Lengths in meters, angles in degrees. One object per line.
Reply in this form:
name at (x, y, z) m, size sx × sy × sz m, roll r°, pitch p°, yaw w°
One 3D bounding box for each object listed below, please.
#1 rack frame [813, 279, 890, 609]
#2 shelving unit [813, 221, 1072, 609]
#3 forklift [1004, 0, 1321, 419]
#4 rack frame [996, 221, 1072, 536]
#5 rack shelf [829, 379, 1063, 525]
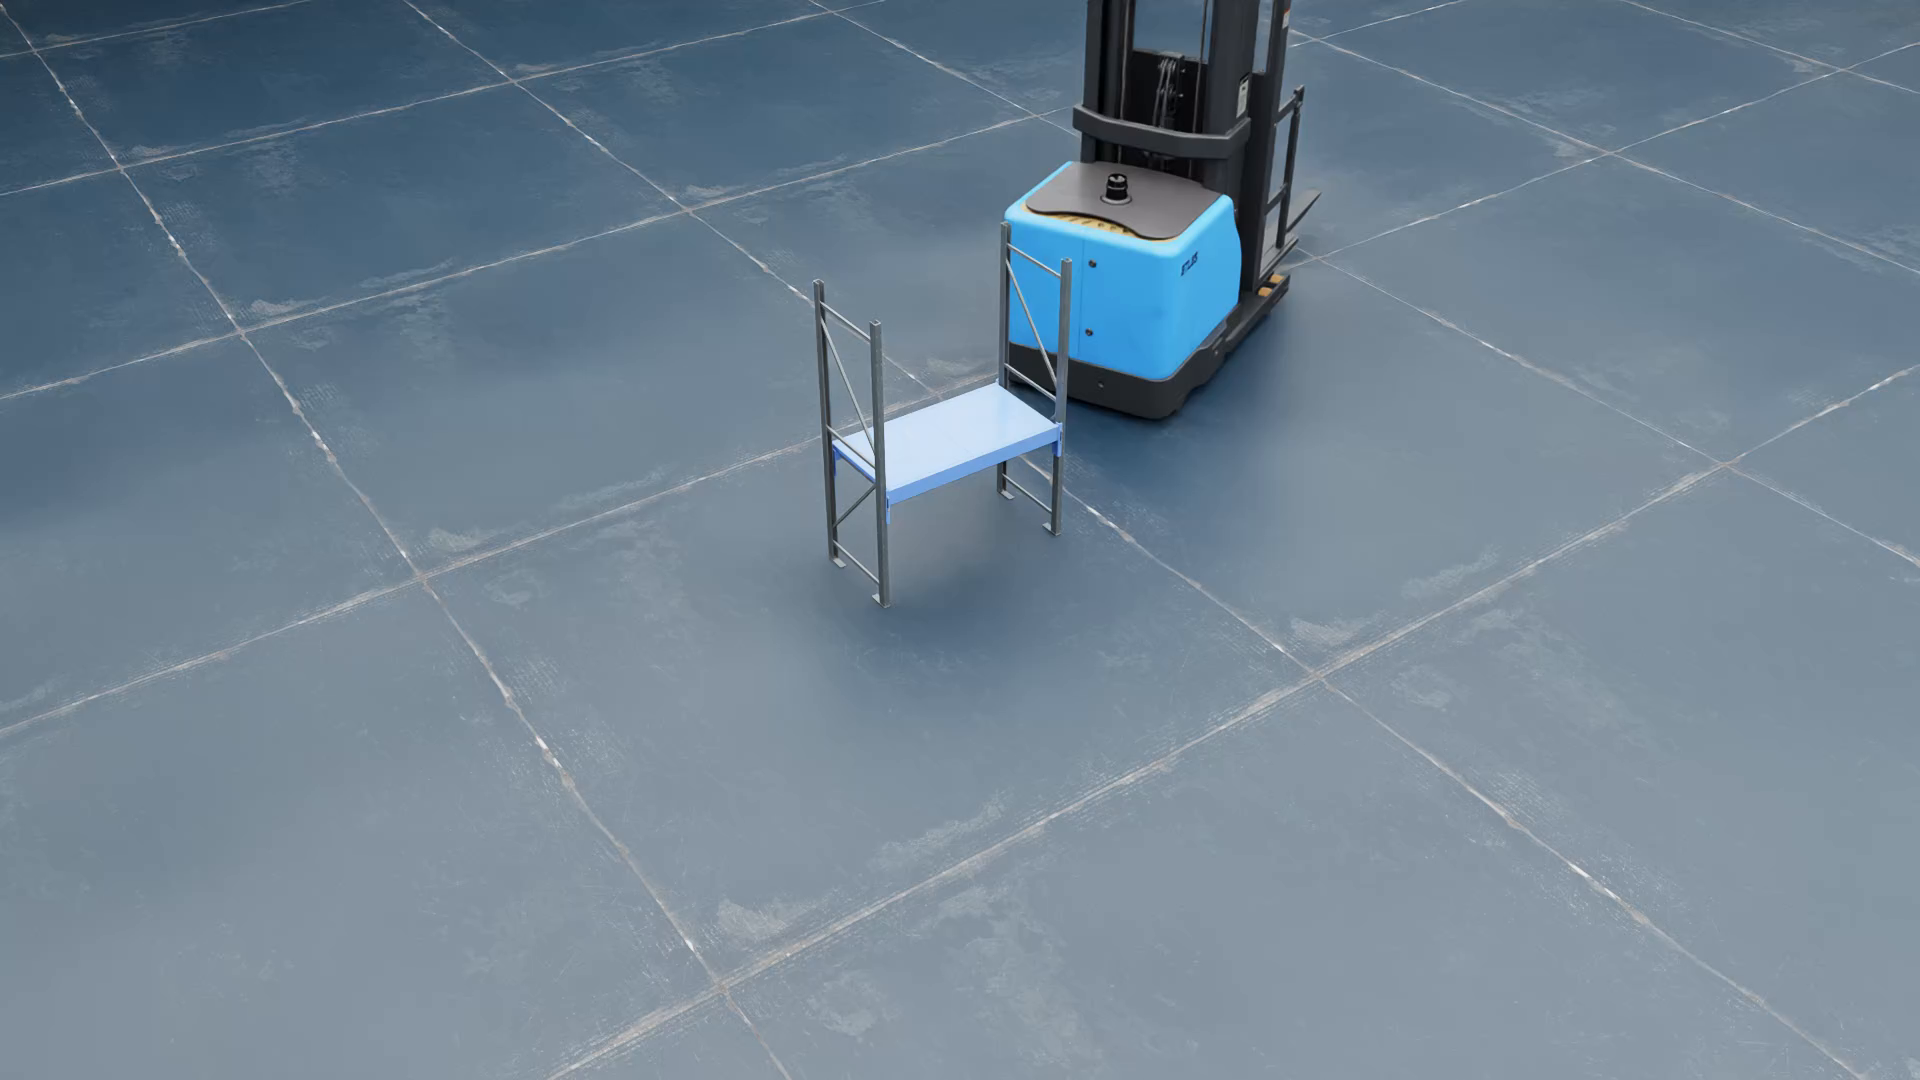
rack frame at (-0.485, -0.409, 7.534) m, size 0.032 × 1.500 × 0.500 m, roll -22°, pitch 41°, yaw -28°
shelving unit at (-0.070, -0.580, 7.772) m, size 1.048 × 1.500 × 0.538 m, roll -22°, pitch 41°, yaw -28°
forklift at (1.385, -2.687, 9.476) m, size 1.130 × 2.935 × 3.031 m, roll 18°, pitch 40°, yaw 24°
rack frame at (0.346, -0.751, 8.010) m, size 0.032 × 1.500 × 0.500 m, roll -22°, pitch 41°, yaw -28°
rack shelf at (-0.070, -0.434, 7.877) m, size 1.000 × 0.185 × 0.538 m, roll -22°, pitch 41°, yaw -28°
